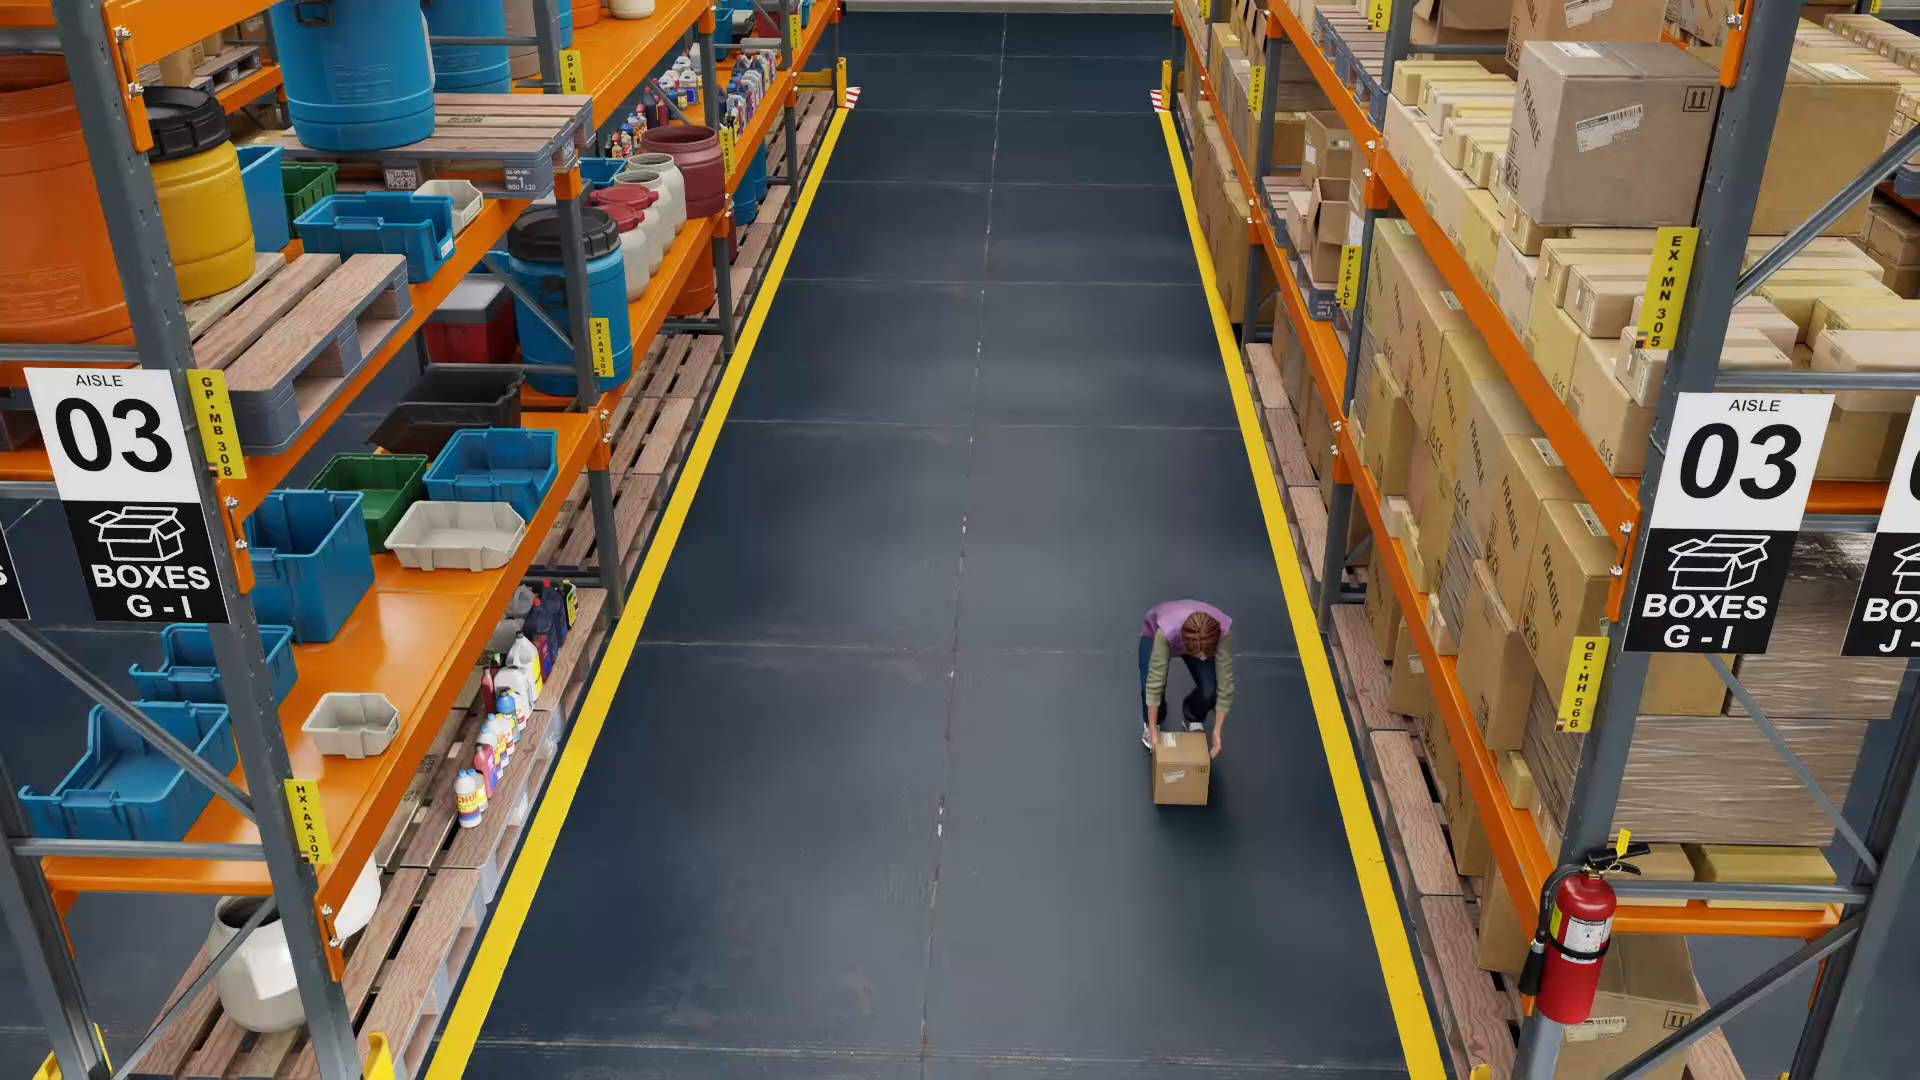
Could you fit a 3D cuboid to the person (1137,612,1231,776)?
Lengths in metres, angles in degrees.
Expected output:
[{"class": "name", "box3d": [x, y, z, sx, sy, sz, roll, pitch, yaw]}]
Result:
[{"class": "person", "box3d": [1.096, 0.678, 8.189, 0.436, 0.829, 0.803, 1, 28, 2]}]
